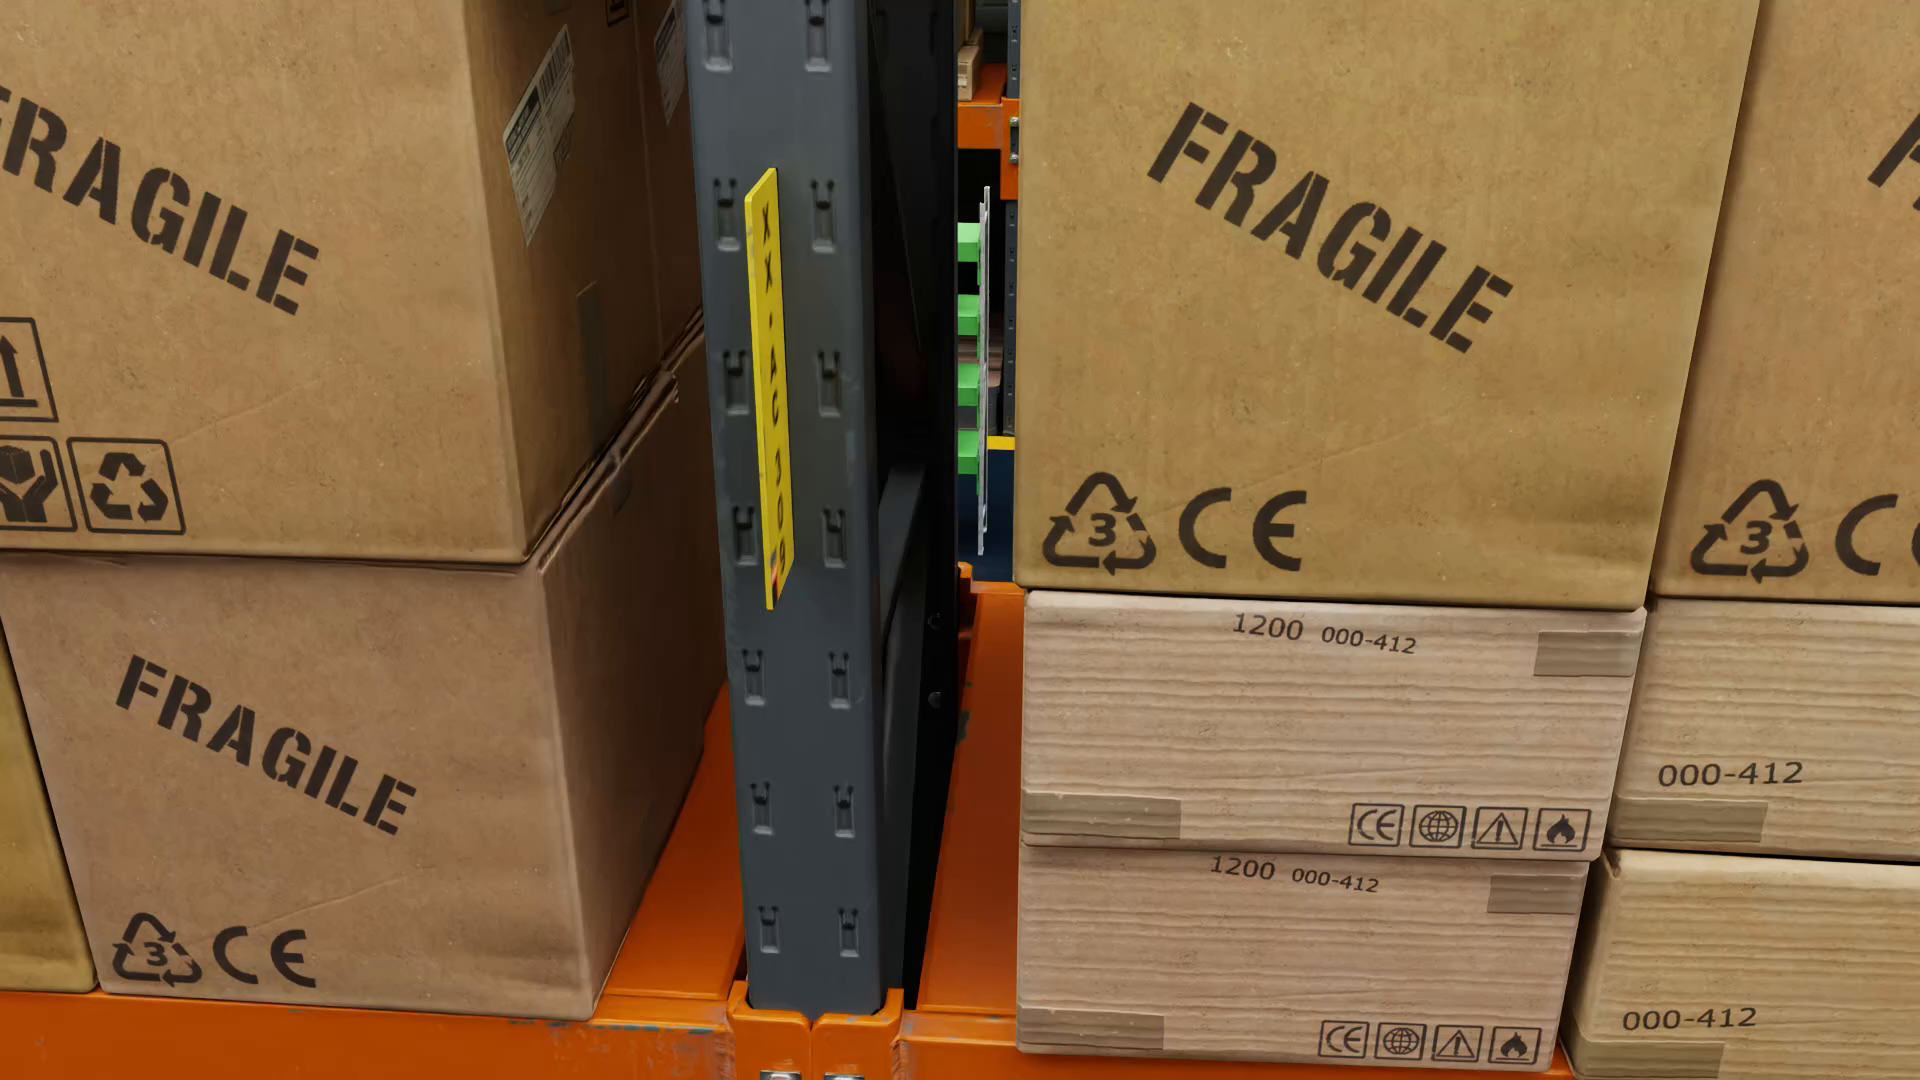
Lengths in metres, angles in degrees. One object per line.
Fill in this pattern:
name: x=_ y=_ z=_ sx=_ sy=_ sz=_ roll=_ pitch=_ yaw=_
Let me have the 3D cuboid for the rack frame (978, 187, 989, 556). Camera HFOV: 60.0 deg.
rack frame: x=0.078 y=-0.543 z=5.494 sx=0.015 sy=1.200 sz=0.240 roll=2 pitch=25 yaw=4

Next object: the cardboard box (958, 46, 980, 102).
cardboard box: x=-0.064 y=-1.774 z=6.317 sx=0.250 sy=0.149 sz=0.380 roll=2 pitch=25 yaw=5

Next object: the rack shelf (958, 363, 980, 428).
rack shelf: x=-0.165 y=-0.492 z=5.537 sx=0.480 sy=0.148 sz=0.258 roll=2 pitch=25 yaw=4

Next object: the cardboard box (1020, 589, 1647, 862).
cardboard box: x=0.314 y=0.059 z=1.616 sx=0.500 sy=0.250 sz=0.500 roll=1 pitch=25 yaw=2

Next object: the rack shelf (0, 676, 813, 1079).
rack shelf: x=-2.098 y=0.349 z=2.264 sx=4.000 sy=0.370 sz=1.077 roll=2 pitch=25 yaw=4

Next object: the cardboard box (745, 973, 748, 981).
cardboard box: x=-0.721 y=0.994 z=2.563 sx=0.875 sy=0.438 sz=0.875 roll=1 pitch=25 yaw=3

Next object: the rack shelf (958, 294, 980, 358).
rack shelf: x=-0.165 y=-0.710 z=5.437 sx=0.480 sy=0.148 sz=0.258 roll=2 pitch=25 yaw=4

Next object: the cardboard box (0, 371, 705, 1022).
cardboard box: x=-0.585 y=0.132 z=1.755 sx=0.500 sy=0.500 sz=0.500 roll=2 pitch=25 yaw=4

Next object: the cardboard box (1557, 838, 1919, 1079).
cardboard box: x=0.831 y=0.294 z=1.702 sx=0.500 sy=0.250 sz=0.500 roll=1 pitch=25 yaw=3

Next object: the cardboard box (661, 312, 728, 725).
cardboard box: x=-0.551 y=-0.084 z=2.224 sx=0.500 sy=0.500 sz=0.500 roll=3 pitch=25 yaw=6

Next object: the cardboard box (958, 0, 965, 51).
cardboard box: x=-0.254 y=-1.965 z=6.255 sx=0.500 sy=0.250 sz=0.500 roll=2 pitch=25 yaw=5

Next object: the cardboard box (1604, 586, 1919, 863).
cardboard box: x=0.836 y=0.064 z=1.605 sx=0.500 sy=0.250 sz=0.500 roll=2 pitch=25 yaw=5

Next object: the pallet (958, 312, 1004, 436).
pallet: x=-0.412 y=-0.738 z=7.103 sx=1.213 sy=0.211 sz=1.003 roll=2 pitch=25 yaw=4

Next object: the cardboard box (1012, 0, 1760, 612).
cardboard box: x=0.313 y=-0.280 z=1.454 sx=0.500 sy=0.500 sz=0.500 roll=2 pitch=25 yaw=5

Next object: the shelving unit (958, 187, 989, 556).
shelving unit: x=-0.165 y=-0.550 z=5.511 sx=0.503 sy=1.200 sz=0.258 roll=2 pitch=25 yaw=4

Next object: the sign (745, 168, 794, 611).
sign: x=-0.144 y=-0.112 z=1.274 sx=0.005 sy=0.325 sz=0.100 roll=2 pitch=25 yaw=4

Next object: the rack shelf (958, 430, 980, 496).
rack shelf: x=-0.165 y=-0.274 z=5.638 sx=0.480 sy=0.148 sz=0.258 roll=2 pitch=25 yaw=4

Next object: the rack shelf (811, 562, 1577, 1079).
rack shelf: x=1.891 y=0.477 z=1.986 sx=4.000 sy=0.370 sz=1.077 roll=2 pitch=25 yaw=4

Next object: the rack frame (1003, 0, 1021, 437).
rack frame: x=0.273 y=-1.983 z=6.471 sx=0.127 sy=3.000 sz=1.000 roll=2 pitch=25 yaw=4

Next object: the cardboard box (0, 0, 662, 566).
cardboard box: x=-0.595 y=-0.314 z=1.528 sx=0.500 sy=0.500 sz=0.500 roll=2 pitch=25 yaw=4

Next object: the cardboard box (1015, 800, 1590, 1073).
cardboard box: x=0.315 y=0.278 z=1.736 sx=0.500 sy=0.250 sz=0.500 roll=1 pitch=25 yaw=3

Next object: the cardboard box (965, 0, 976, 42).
cardboard box: x=-0.200 y=-2.178 z=6.719 sx=0.500 sy=0.250 sz=0.500 roll=2 pitch=25 yaw=3

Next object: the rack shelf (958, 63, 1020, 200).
rack shelf: x=-1.721 y=-1.720 z=6.760 sx=4.000 sy=0.370 sz=1.077 roll=2 pitch=25 yaw=4

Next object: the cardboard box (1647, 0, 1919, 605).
cardboard box: x=0.823 y=-0.275 z=1.444 sx=0.500 sy=0.500 sz=0.500 roll=2 pitch=25 yaw=4

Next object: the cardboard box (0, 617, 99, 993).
cardboard box: x=-1.099 y=0.118 z=1.785 sx=0.500 sy=0.500 sz=0.500 roll=1 pitch=25 yaw=3

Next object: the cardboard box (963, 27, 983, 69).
cardboard box: x=-0.042 y=-1.994 z=6.795 sx=0.250 sy=0.149 sz=0.380 roll=2 pitch=25 yaw=4

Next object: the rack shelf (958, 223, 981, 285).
rack shelf: x=-0.165 y=-0.928 z=5.337 sx=0.480 sy=0.148 sz=0.258 roll=2 pitch=25 yaw=4

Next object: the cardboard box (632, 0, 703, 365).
cardboard box: x=-0.560 y=-0.530 z=1.997 sx=0.500 sy=0.500 sz=0.500 roll=2 pitch=25 yaw=4
